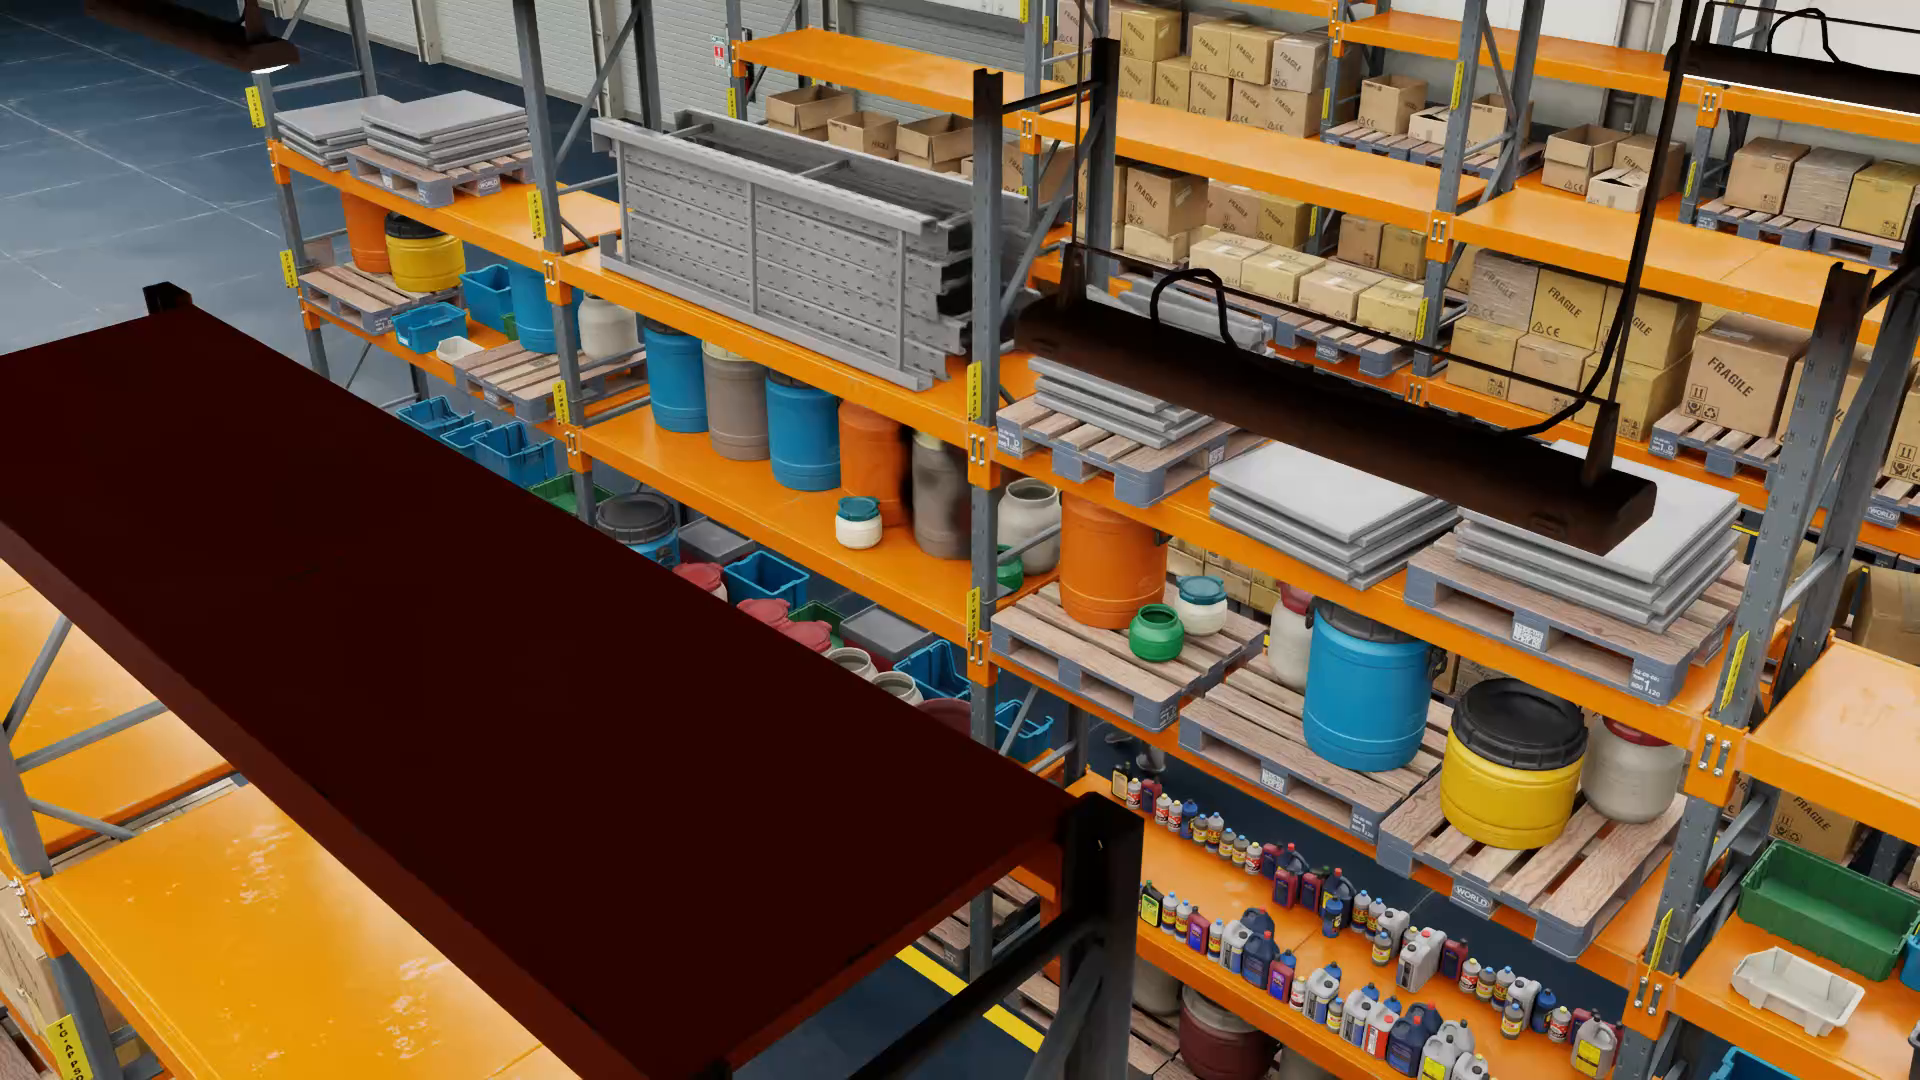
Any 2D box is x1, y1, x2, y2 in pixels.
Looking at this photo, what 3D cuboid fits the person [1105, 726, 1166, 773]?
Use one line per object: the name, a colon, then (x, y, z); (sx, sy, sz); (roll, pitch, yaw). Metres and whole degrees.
person: (1.364, 0.988, 12.745); (0.580, 1.739, 0.730); (-23, 37, -35)
